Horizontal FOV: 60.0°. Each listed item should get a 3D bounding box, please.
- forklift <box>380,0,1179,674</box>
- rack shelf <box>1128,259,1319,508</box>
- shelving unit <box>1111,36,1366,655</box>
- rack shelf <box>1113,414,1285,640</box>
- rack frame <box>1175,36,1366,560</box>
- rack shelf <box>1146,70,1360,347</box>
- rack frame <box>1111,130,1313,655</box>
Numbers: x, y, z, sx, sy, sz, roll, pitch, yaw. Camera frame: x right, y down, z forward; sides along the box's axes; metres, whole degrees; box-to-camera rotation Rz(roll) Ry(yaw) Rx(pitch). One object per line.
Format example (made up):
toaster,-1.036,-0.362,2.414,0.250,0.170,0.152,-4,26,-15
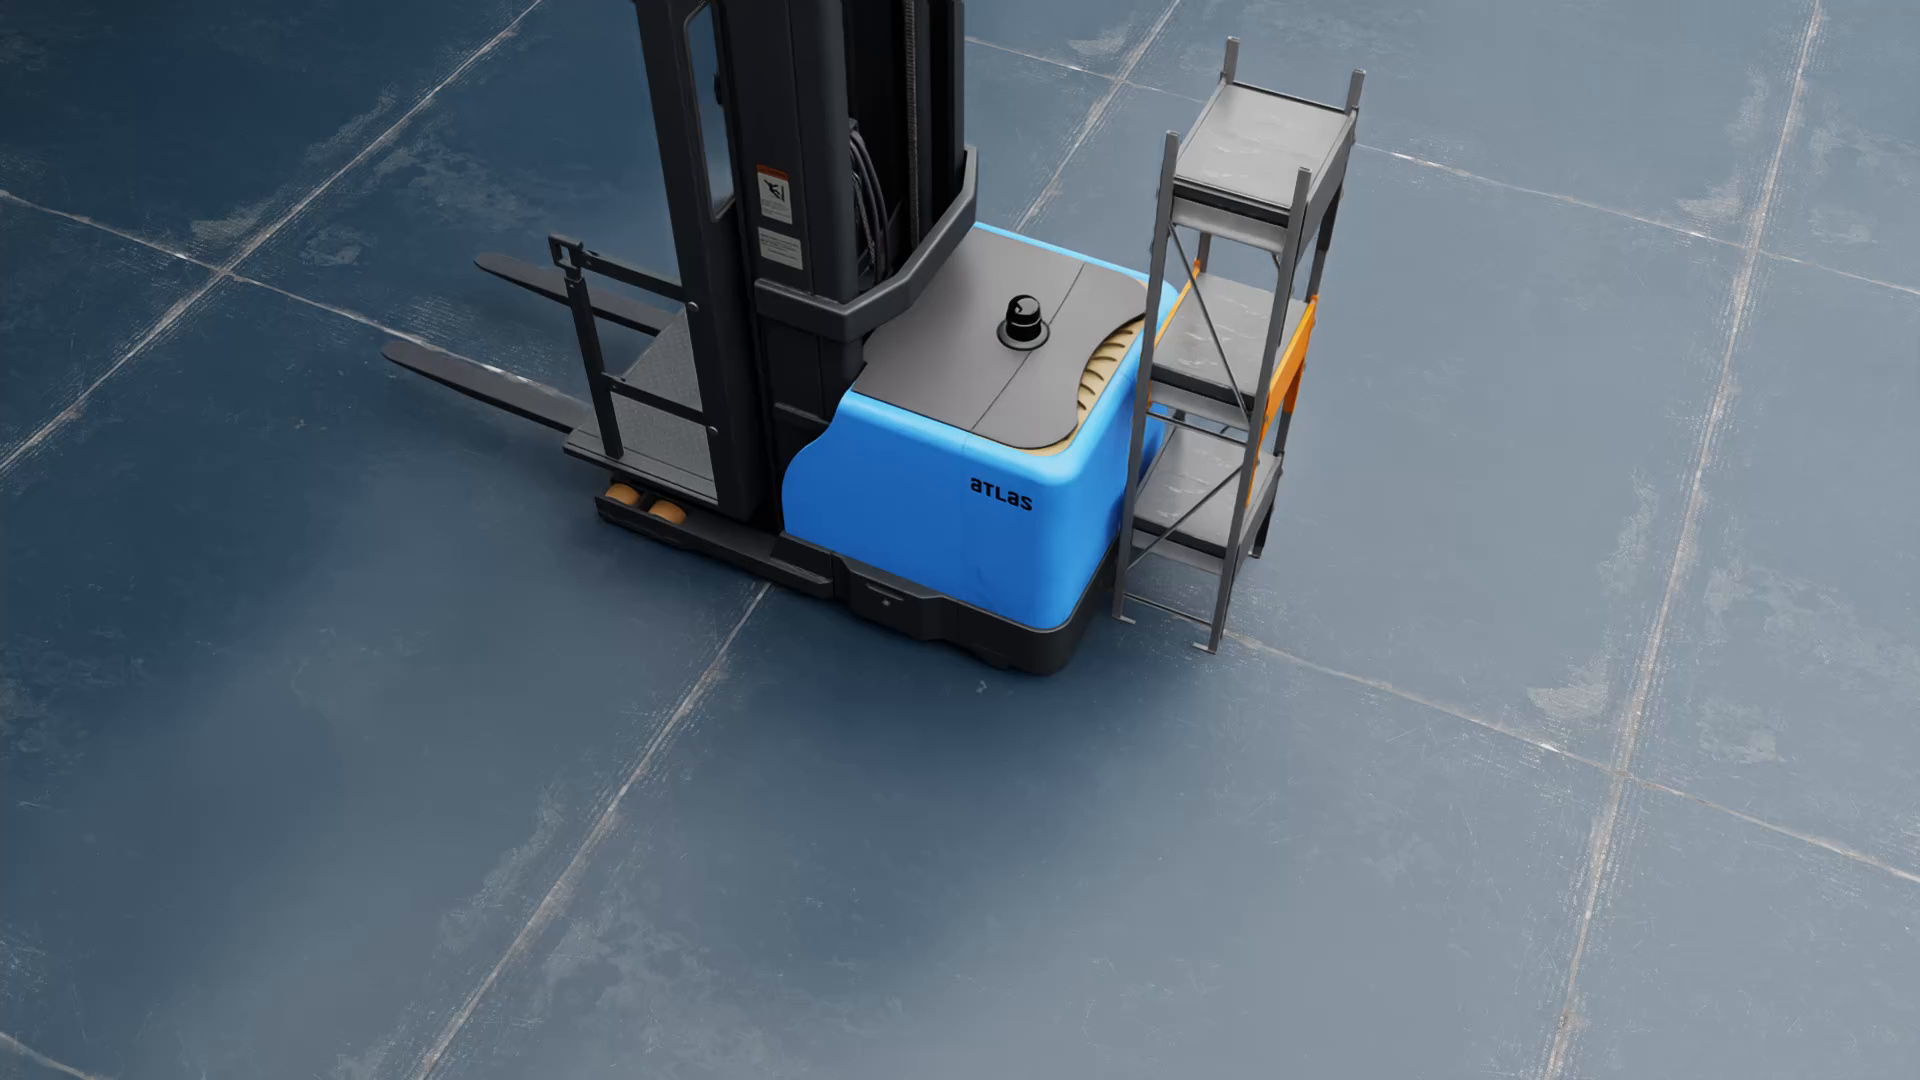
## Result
forklift,-0.798,-1.277,5.412,3.031,2.935,1.130,20,53,17
rack shelf,0.835,-0.500,5.315,0.431,0.518,0.480,20,52,16
shelving unit,0.835,-0.509,5.304,0.431,2.100,0.503,20,52,16
rack shelf,0.835,-0.046,5.848,0.431,0.518,0.480,20,52,16
rack frame,0.939,-0.677,5.447,0.400,2.100,0.015,20,52,16
rack shelf,0.835,-0.954,4.782,0.431,0.518,0.480,20,52,16
rack frame,0.731,-0.341,5.161,0.400,2.100,0.015,20,52,16
